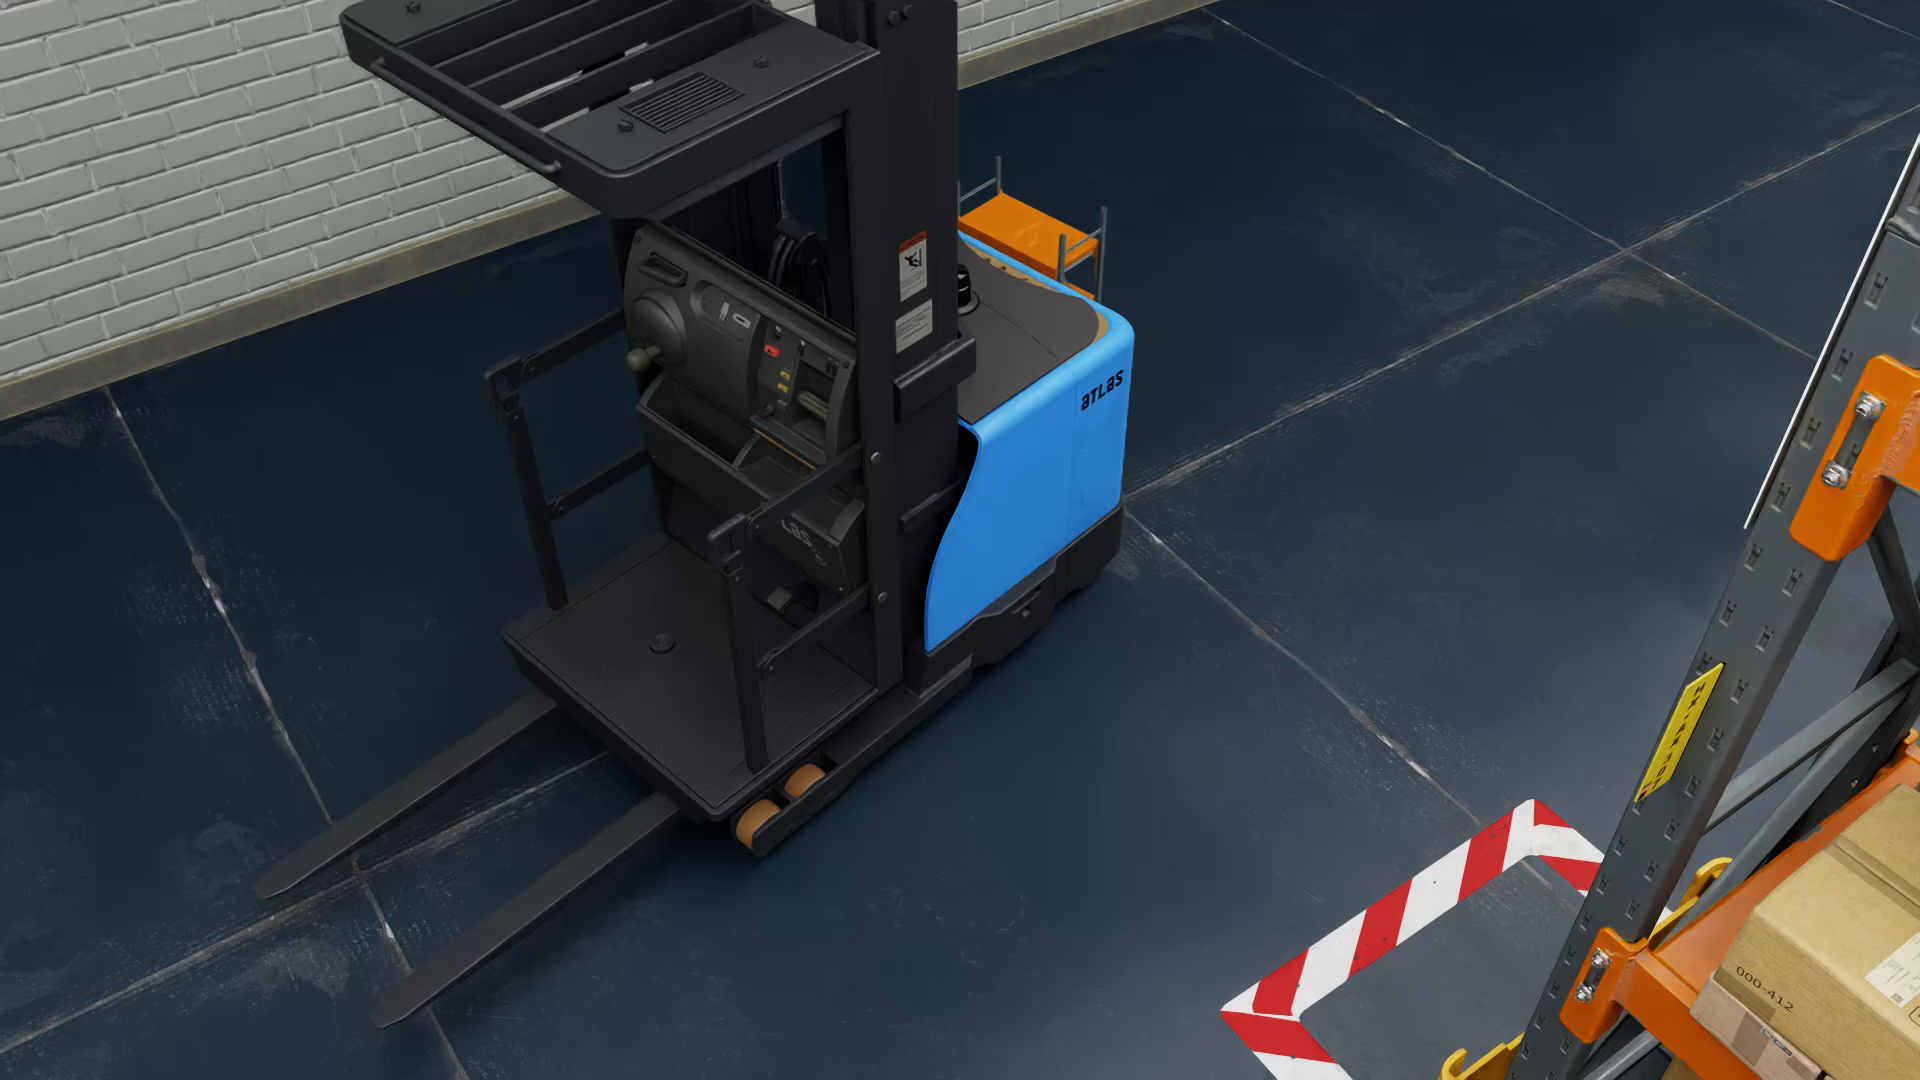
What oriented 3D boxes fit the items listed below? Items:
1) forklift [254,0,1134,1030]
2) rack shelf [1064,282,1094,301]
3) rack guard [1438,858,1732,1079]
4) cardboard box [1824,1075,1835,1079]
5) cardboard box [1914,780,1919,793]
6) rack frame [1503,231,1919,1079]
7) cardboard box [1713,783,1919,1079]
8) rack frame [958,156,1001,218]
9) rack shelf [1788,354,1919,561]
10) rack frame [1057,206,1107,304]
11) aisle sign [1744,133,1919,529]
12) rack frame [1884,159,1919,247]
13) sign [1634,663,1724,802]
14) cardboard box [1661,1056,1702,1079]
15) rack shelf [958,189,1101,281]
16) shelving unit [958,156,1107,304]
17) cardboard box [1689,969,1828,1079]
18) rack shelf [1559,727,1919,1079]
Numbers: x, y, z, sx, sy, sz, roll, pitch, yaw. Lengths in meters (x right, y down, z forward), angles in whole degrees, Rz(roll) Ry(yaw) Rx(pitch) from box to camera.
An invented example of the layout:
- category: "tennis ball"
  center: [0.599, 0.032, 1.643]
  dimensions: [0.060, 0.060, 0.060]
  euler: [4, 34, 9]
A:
- category: "forklift"
  center: [-0.787, -0.484, 4.634]
  dimensions: [1.130, 2.935, 3.031]
  euler: [33, 53, 30]
- category: "rack shelf"
  center: [0.240, -0.876, 6.073]
  dimensions: [0.480, 0.148, 0.258]
  euler: [33, 52, 29]
- category: "rack guard"
  center: [1.750, 1.371, 4.452]
  dimensions: [1.175, 0.500, 0.348]
  euler: [-26, 49, -24]
- category: "cardboard box"
  center: [1.844, 1.047, 3.163]
  dimensions: [0.380, 0.149, 0.250]
  euler: [-26, 50, -25]
- category: "cardboard box"
  center: [2.258, 0.596, 3.346]
  dimensions: [0.500, 0.250, 0.500]
  euler: [-26, 50, -25]
- category: "rack frame"
  center: [1.763, 0.480, 3.575]
  dimensions: [1.000, 3.000, 0.127]
  euler: [-26, 49, -24]
- category: "cardboard box"
  center: [1.816, 0.805, 3.127]
  dimensions: [0.500, 0.250, 0.500]
  euler: [-27, 50, -25]
- category: "rack frame"
  center: [0.061, -0.878, 6.300]
  dimensions: [0.015, 1.200, 0.240]
  euler: [33, 52, 29]
- category: "rack shelf"
  center: [2.907, 0.788, 1.601]
  dimensions: [1.077, 0.370, 4.000]
  euler: [-26, 49, -24]
- category: "rack frame"
  center: [0.419, -0.649, 6.061]
  dimensions: [0.015, 1.200, 0.240]
  euler: [33, 52, 29]
- category: "aisle sign"
  center: [1.476, -0.383, 2.596]
  dimensions: [0.394, 0.787, 0.004]
  euler: [-26, 49, -24]
- category: "rack frame"
  center: [1.763, -1.690, 1.503]
  dimensions: [1.000, 3.000, 0.127]
  euler: [-26, 49, -24]
- category: "sign"
  center: [1.305, 0.354, 3.022]
  dimensions: [0.100, 0.325, 0.005]
  euler: [-26, 49, -24]
- category: "cardboard box"
  center: [2.195, 1.428, 3.817]
  dimensions: [0.875, 0.875, 0.875]
  euler: [-26, 49, -24]
- category: "rack shelf"
  center: [0.240, -1.048, 5.909]
  dimensions: [0.480, 0.148, 0.258]
  euler: [33, 52, 29]
- category: "shelving unit"
  center: [0.240, -0.763, 6.181]
  dimensions: [0.503, 1.200, 0.258]
  euler: [33, 52, 29]
- category: "cardboard box"
  center: [1.696, 0.902, 3.314]
  dimensions: [0.380, 0.149, 0.250]
  euler: [-25, 49, -24]
- category: "rack shelf"
  center: [2.907, 1.873, 2.637]
  dimensions: [1.077, 0.370, 4.000]
  euler: [-26, 49, -24]
